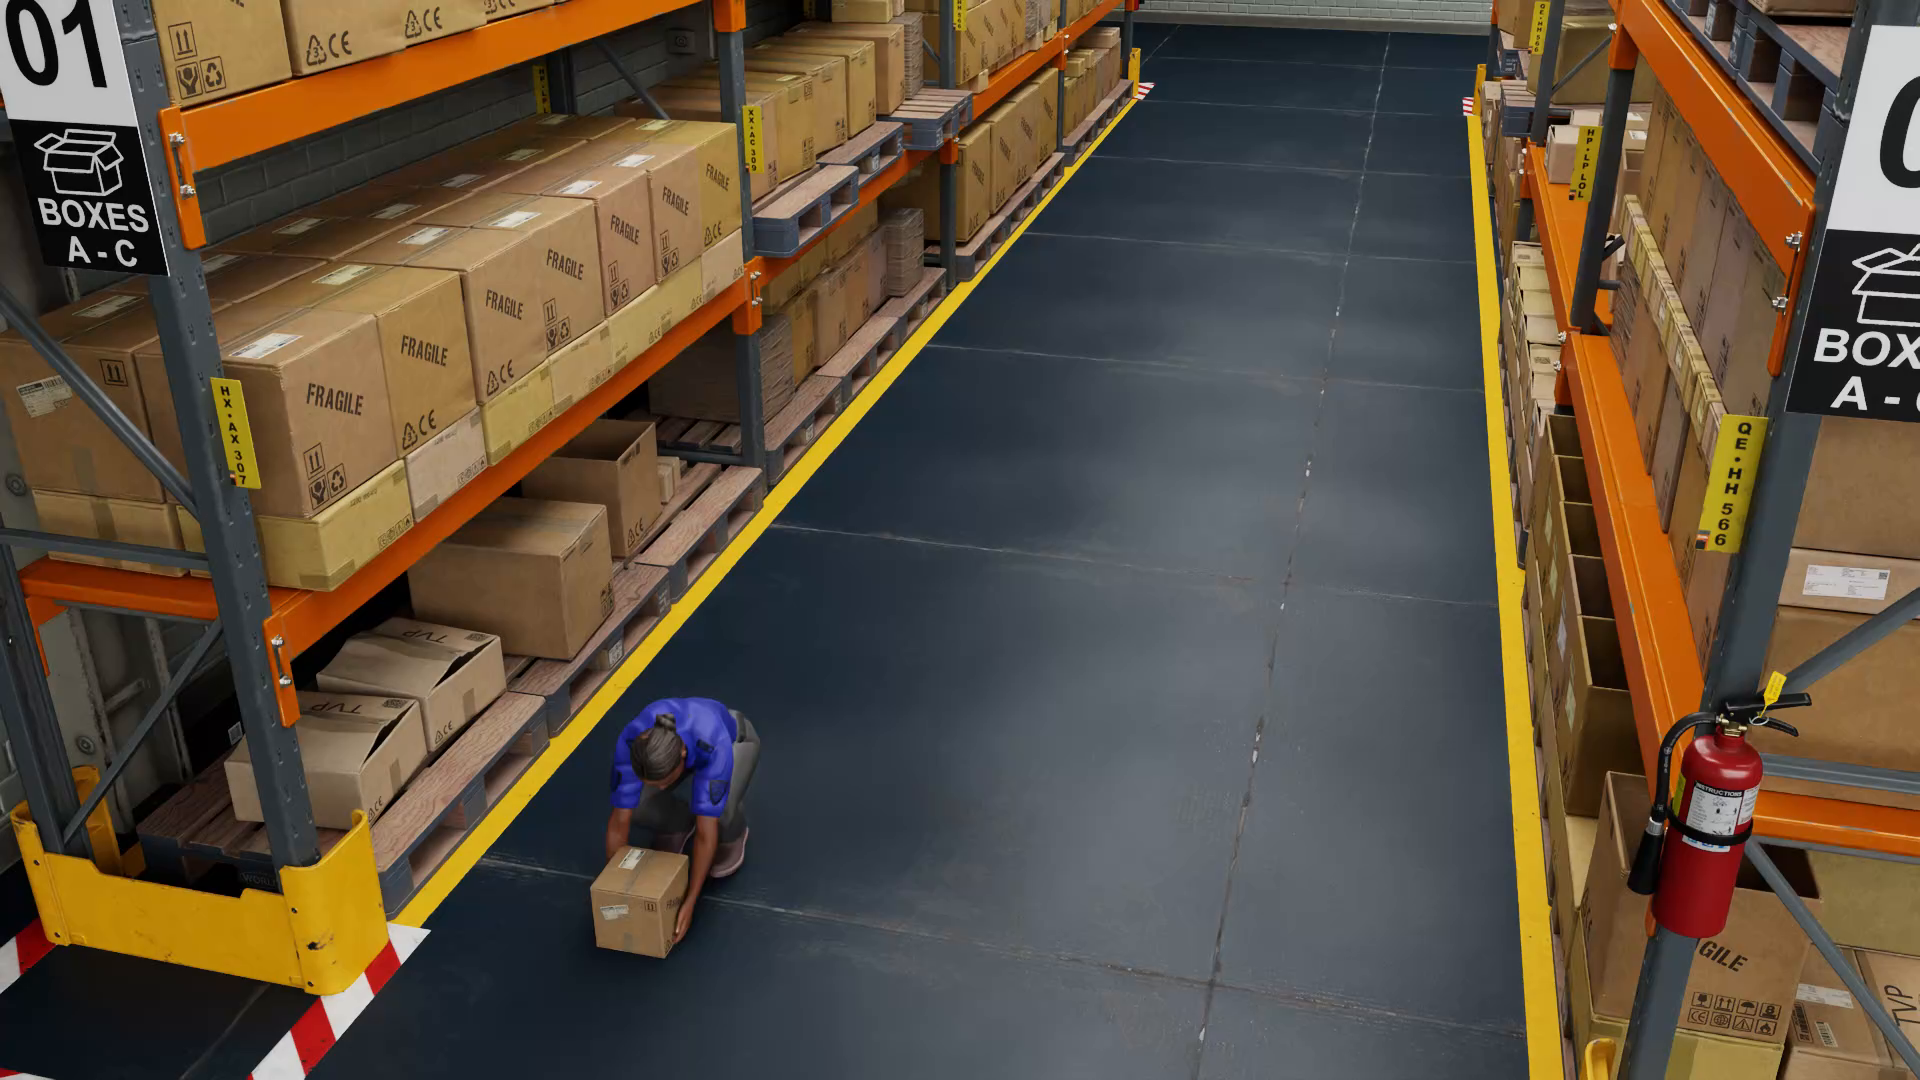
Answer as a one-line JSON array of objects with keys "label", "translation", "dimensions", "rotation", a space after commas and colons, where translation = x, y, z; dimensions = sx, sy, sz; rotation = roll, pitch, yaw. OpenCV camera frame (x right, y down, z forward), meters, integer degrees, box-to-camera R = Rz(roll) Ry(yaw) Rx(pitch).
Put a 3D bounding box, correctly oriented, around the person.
[{"label": "person", "translation": [-0.977, 0.862, 5.869], "dimensions": [0.462, 0.789, 0.848], "rotation": [6, 26, 13]}]
